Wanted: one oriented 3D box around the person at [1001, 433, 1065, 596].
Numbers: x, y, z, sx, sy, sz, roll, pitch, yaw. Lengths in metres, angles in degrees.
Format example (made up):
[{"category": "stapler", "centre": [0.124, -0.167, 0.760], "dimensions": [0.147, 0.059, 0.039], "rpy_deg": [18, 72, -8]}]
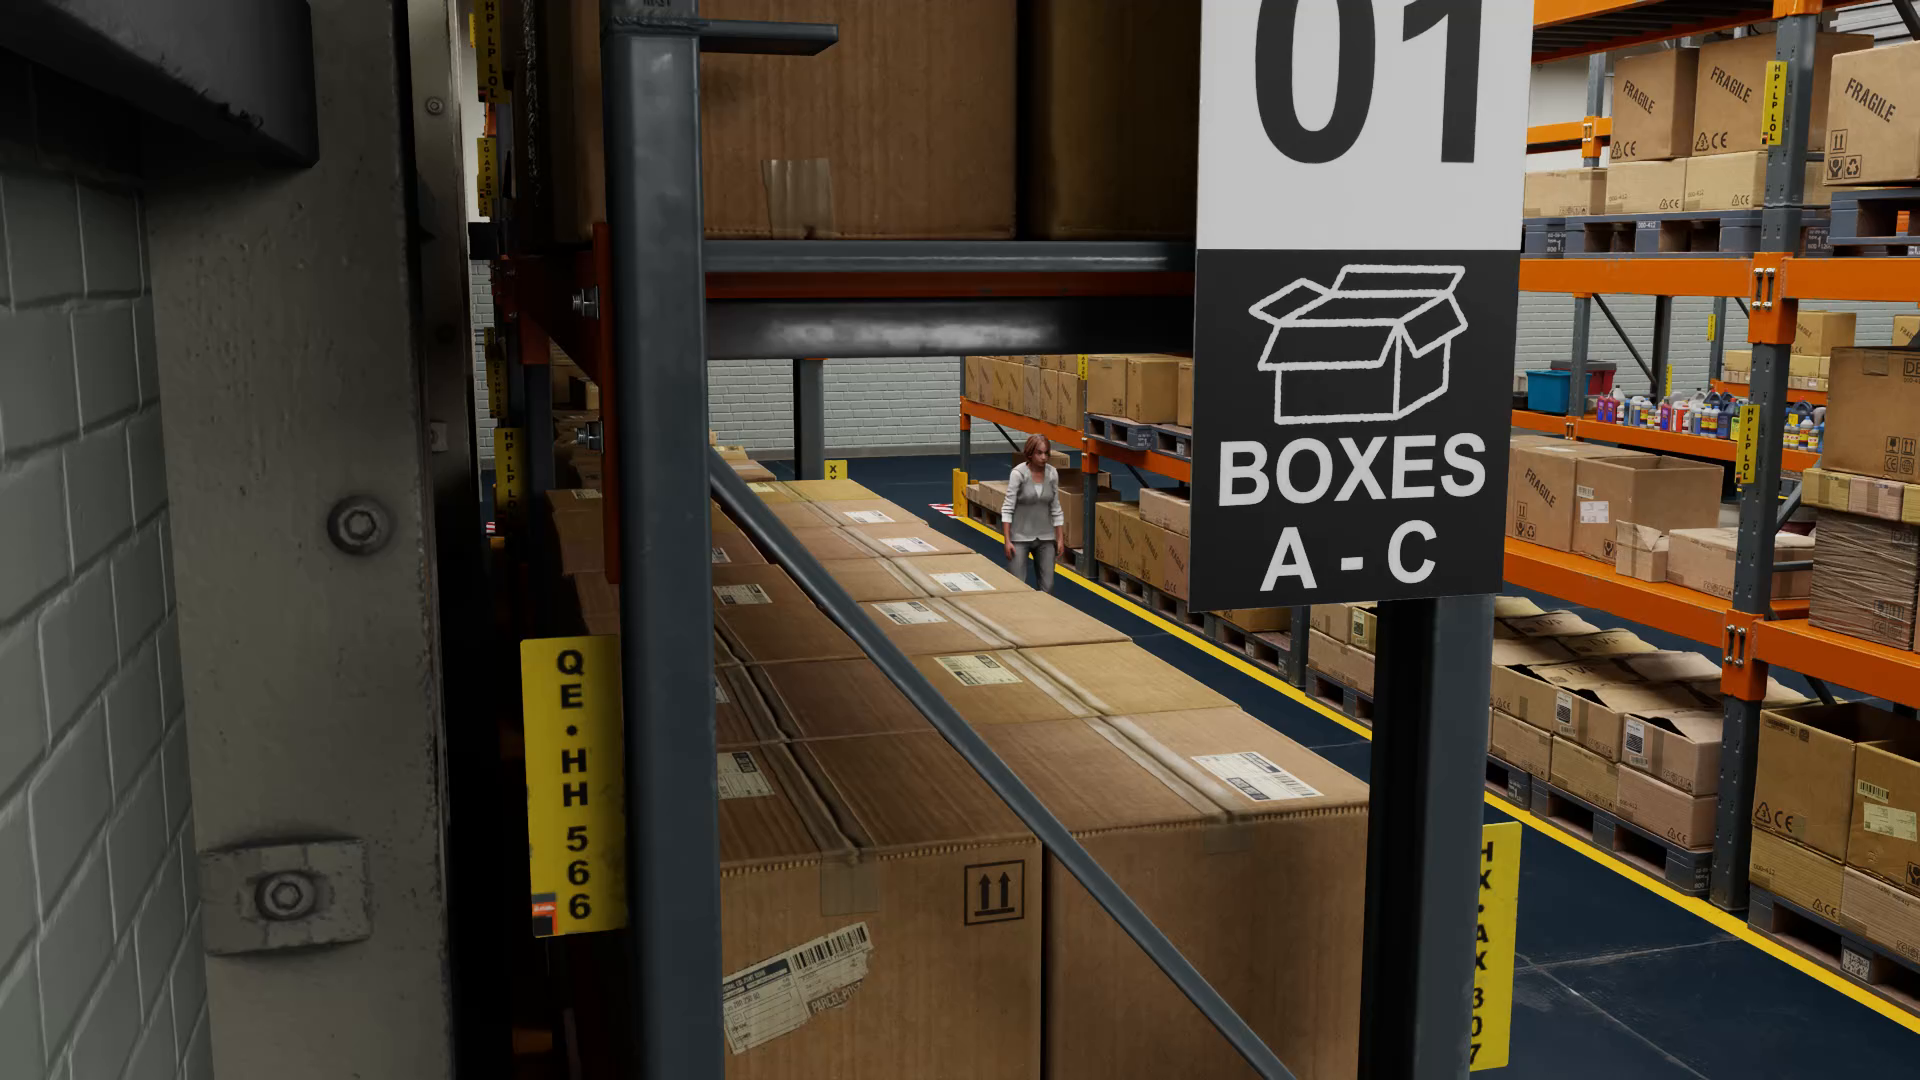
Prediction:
[{"category": "person", "centre": [0.515, 0.082, 11.922], "dimensions": [0.483, 1.481, 0.340], "rpy_deg": [-3, 10, -18]}]
